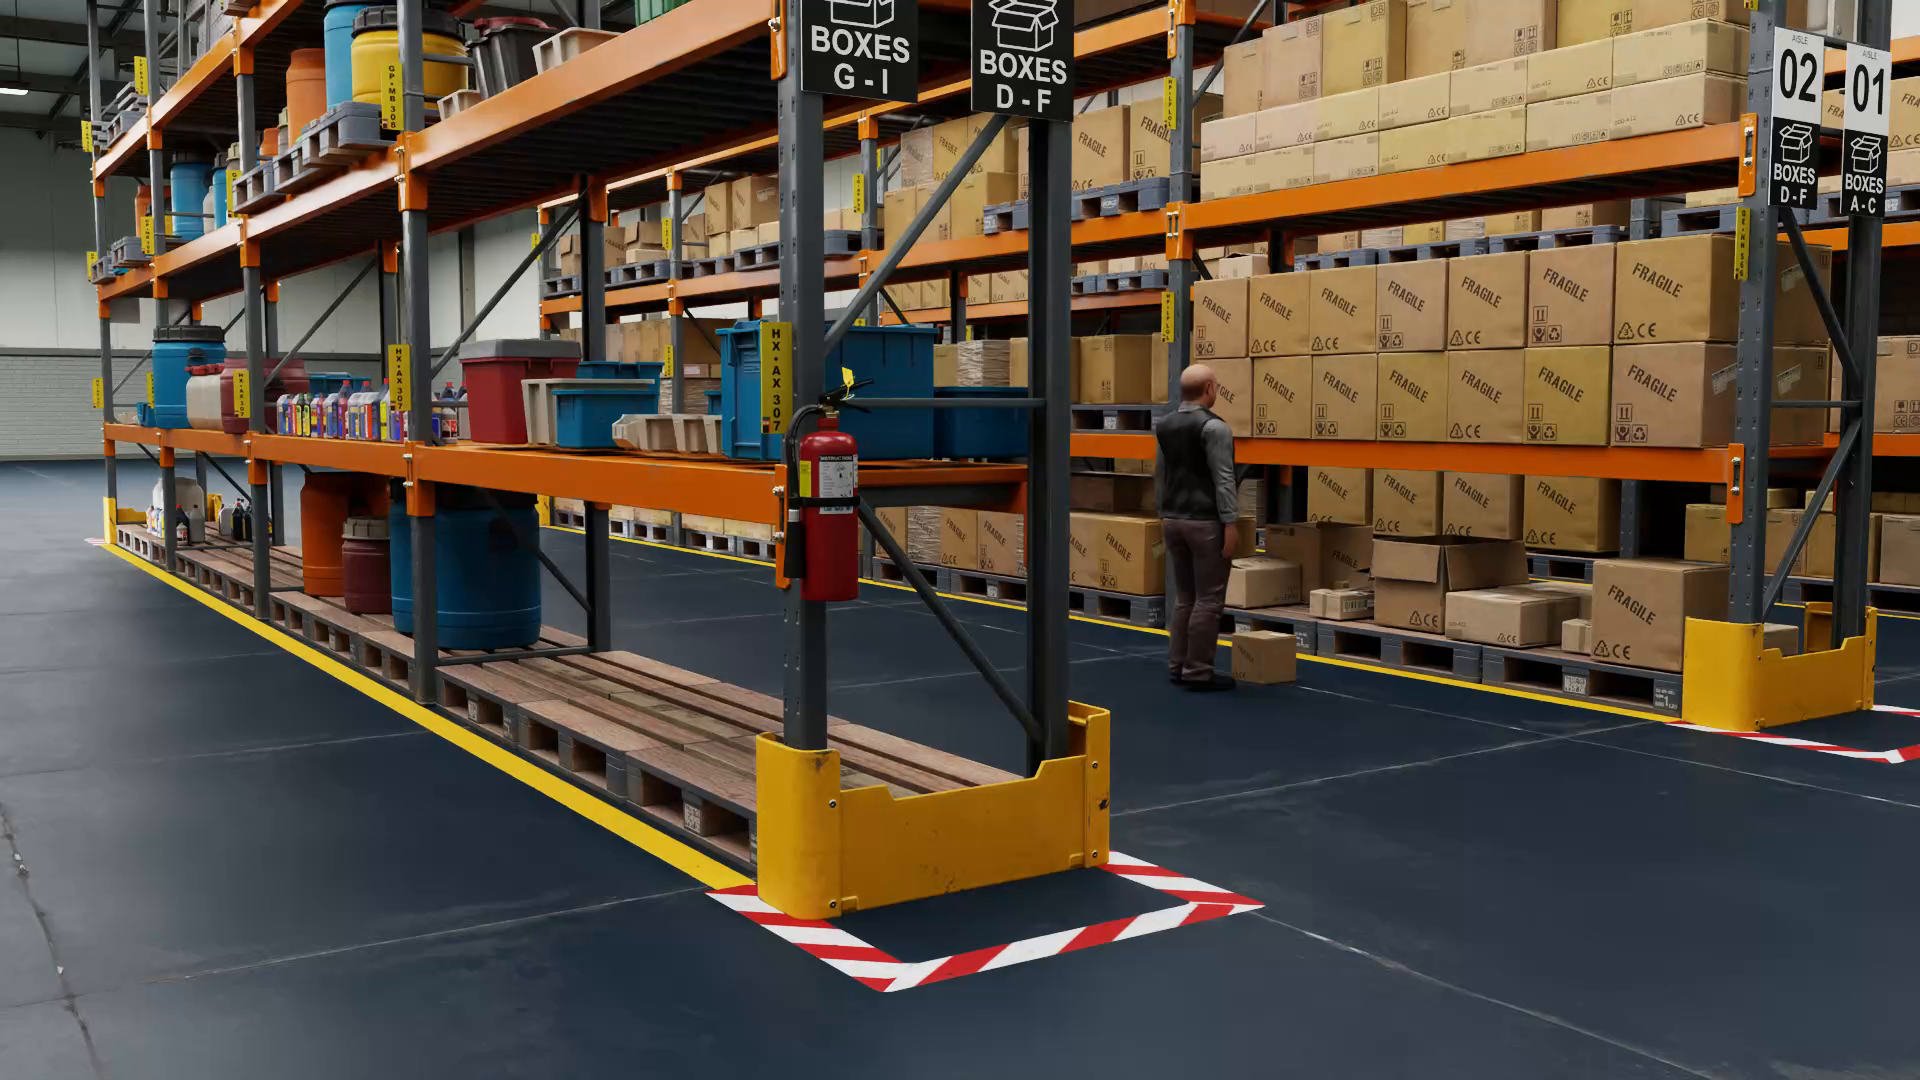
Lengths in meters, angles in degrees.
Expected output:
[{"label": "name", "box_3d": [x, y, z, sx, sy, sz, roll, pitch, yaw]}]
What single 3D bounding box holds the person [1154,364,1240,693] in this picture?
[{"label": "person", "box_3d": [1.300, -0.057, 8.833, 0.431, 1.745, 0.555, -3, 6, -34]}]
